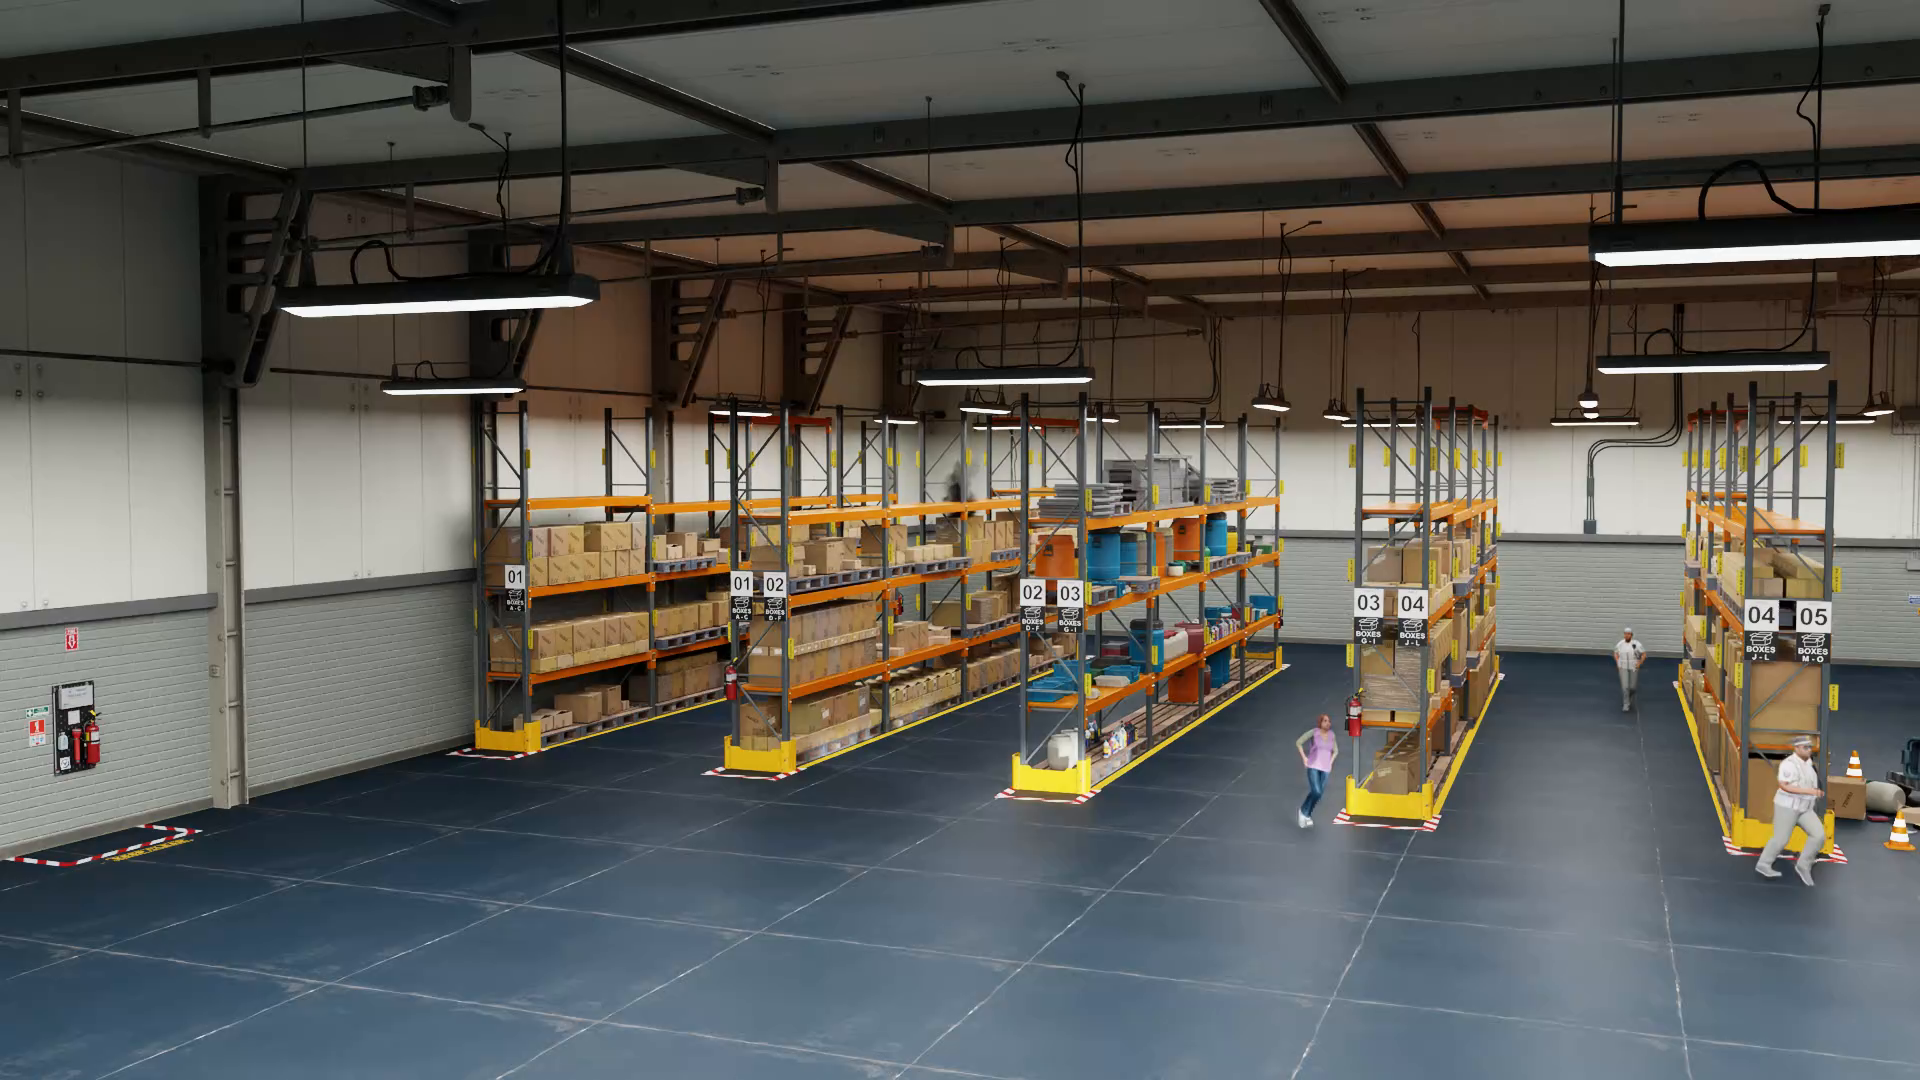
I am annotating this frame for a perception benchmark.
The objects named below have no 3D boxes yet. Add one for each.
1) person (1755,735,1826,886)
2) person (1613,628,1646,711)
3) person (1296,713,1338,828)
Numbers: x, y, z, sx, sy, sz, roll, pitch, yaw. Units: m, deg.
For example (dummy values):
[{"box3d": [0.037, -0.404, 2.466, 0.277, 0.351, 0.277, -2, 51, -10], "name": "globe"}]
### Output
[{"box3d": [9.892, 3.182, 19.634, 0.653, 1.808, 0.805, -1, 3, -27], "name": "person"}, {"box3d": [13.380, 2.581, 33.255, 0.602, 1.647, 0.552, 1, 3, 27], "name": "person"}, {"box3d": [4.866, 3.117, 22.569, 0.561, 1.551, 0.595, -1, 3, -13], "name": "person"}]
